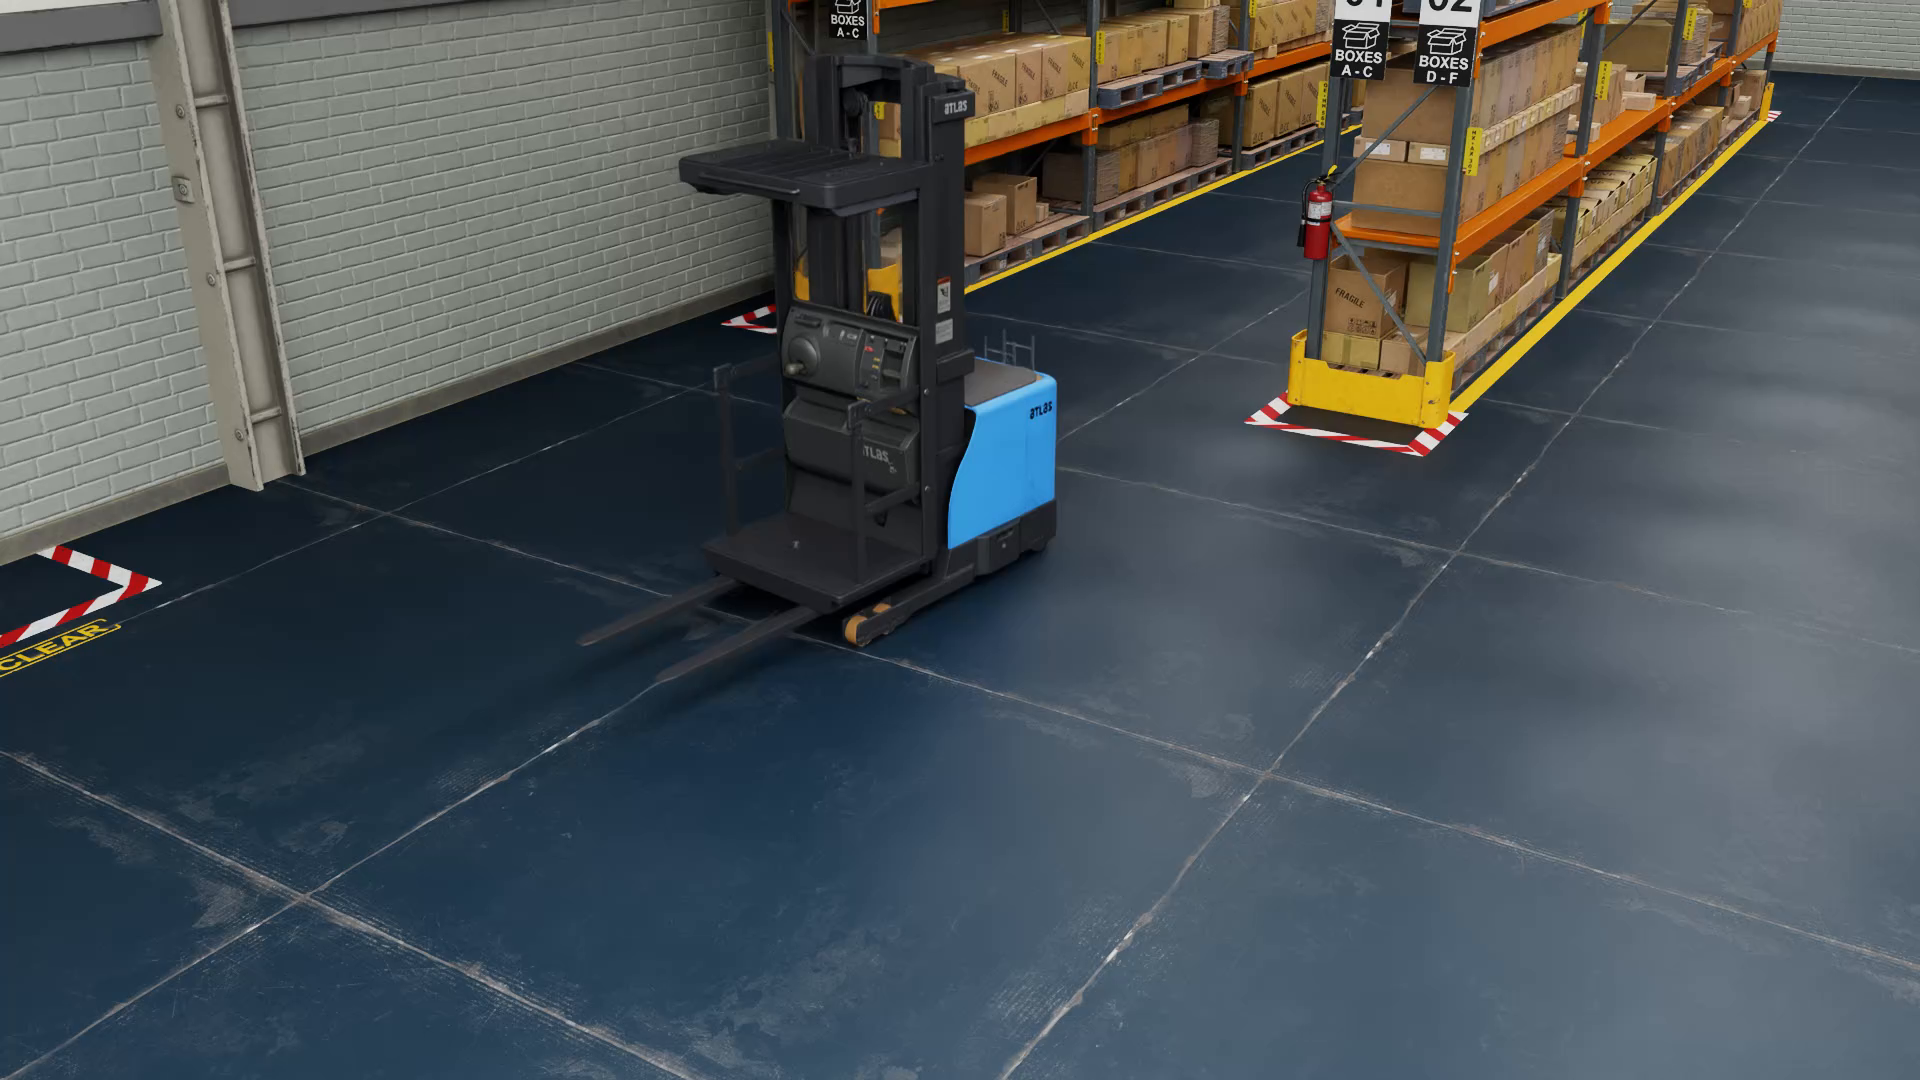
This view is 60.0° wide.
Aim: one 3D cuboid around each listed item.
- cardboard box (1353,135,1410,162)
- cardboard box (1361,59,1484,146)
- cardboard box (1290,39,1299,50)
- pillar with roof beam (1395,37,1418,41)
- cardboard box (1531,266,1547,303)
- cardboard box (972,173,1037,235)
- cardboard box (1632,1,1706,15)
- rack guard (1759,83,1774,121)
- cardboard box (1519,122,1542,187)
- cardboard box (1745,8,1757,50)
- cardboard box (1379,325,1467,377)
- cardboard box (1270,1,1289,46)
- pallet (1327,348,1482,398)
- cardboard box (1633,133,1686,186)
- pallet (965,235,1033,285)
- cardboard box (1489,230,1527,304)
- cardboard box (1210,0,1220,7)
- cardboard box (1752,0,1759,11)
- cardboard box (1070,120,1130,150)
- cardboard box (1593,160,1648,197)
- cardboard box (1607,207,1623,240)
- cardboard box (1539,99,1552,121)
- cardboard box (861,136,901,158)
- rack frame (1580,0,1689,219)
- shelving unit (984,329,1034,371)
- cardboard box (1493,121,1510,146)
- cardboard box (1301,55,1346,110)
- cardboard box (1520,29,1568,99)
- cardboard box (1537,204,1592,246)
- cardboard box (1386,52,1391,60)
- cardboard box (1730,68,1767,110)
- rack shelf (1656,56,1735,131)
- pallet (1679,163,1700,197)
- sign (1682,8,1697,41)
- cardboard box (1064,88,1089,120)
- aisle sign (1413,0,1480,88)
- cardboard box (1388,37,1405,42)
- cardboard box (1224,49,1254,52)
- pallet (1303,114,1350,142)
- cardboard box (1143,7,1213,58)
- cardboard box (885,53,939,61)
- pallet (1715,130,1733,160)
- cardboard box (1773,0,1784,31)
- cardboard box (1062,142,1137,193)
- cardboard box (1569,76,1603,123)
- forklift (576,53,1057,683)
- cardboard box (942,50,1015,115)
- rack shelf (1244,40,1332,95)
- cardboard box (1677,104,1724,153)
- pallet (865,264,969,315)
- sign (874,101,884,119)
[{"bbox_3d":[3.108,-2.879,12.183,0.380,0.149,0.250,13,27,28],"label":"cardboard box"},{"bbox_3d":[3.353,-3.181,12.063,0.700,0.500,0.500,14,27,29],"label":"cardboard box"},{"bbox_3d":[4.248,-6.580,21.965,0.380,0.149,0.250,14,27,29],"label":"cardboard box"},{"bbox_3d":[11.644,-11.747,26.059,9.100,9.000,0.400,14,27,29],"label":"pillar with roof beam"},{"bbox_3d":[4.847,-2.279,14.671,0.500,0.250,0.500,14,27,29],"label":"cardboard box"},{"bbox_3d":[0.454,-3.450,17.036,0.500,0.500,0.500,12,26,25],"label":"cardboard box"},{"bbox_3d":[8.649,-6.297,20.366,0.700,0.500,0.500,19,30,37],"label":"cardboard box"},{"bbox_3d":[11.468,-6.594,24.853,1.175,0.500,0.348,14,27,29],"label":"rack guard"},{"bbox_3d":[4.409,-3.264,13.888,0.700,0.500,0.500,14,27,30],"label":"cardboard box"},{"bbox_3d":[10.166,-6.751,21.944,0.500,0.500,0.500,14,27,30],"label":"cardboard box"},{"bbox_3d":[3.540,-1.432,12.715,0.500,0.250,0.500,14,27,29],"label":"cardboard box"},{"bbox_3d":[3.836,-6.580,21.149,0.500,0.500,0.500,15,28,31],"label":"cardboard box"},{"bbox_3d":[3.436,-1.354,13.112,1.003,0.211,1.213,14,27,29],"label":"pallet"},{"bbox_3d":[8.043,-4.393,19.215,0.500,0.500,0.500,13,27,27],"label":"cardboard box"},{"bbox_3d":[0.001,-2.827,16.513,1.003,0.211,1.213,14,27,29],"label":"pallet"},{"bbox_3d":[4.334,-2.282,13.734,0.500,0.500,0.500,14,27,29],"label":"cardboard box"},{"bbox_3d":[2.921,-6.526,20.054,0.380,0.149,0.250,10,25,22],"label":"cardboard box"},{"bbox_3d":[10.158,-7.196,21.712,0.500,0.500,0.500,13,27,27],"label":"cardboard box"},{"bbox_3d":[1.571,-4.554,18.642,0.500,0.250,0.500,13,27,28],"label":"cardboard box"},{"bbox_3d":[6.953,-3.850,17.594,0.500,0.311,0.500,13,27,28],"label":"cardboard box"},{"bbox_3d":[6.412,-3.251,16.917,0.500,0.250,0.500,14,27,30],"label":"cardboard box"},{"bbox_3d":[4.679,-3.581,13.803,0.380,0.149,0.250,14,27,29],"label":"cardboard box"},{"bbox_3d":[-0.615,-3.442,14.589,0.500,0.250,0.500,13,27,27],"label":"cardboard box"},{"bbox_3d":[7.288,-5.067,18.179,1.000,3.000,0.127,14,27,29],"label":"rack frame"},{"bbox_3d":[0.299,-0.692,10.339,0.258,1.200,0.189,18,29,36],"label":"shelving unit"},{"bbox_3d":[4.001,-3.146,12.800,0.380,0.149,0.250,13,27,27],"label":"cardboard box"},{"bbox_3d":[4.955,-6.413,23.466,0.750,0.750,0.750,14,27,30],"label":"cardboard box"},{"bbox_3d":[4.684,-4.036,14.039,0.700,0.500,0.500,14,27,29],"label":"cardboard box"},{"bbox_3d":[5.608,-2.992,15.613,0.500,0.311,0.500,14,27,29],"label":"cardboard box"},{"bbox_3d":[6.280,-7.282,25.096,0.380,0.149,0.250,13,27,27],"label":"cardboard box"},{"bbox_3d":[11.431,-6.587,24.282,0.500,0.500,0.500,14,27,29],"label":"cardboard box"},{"bbox_3d":[8.343,-5.412,19.881,1.077,0.370,4.000,14,27,29],"label":"rack shelf"},{"bbox_3d":[8.359,-4.441,20.244,1.003,0.211,1.213,14,27,29],"label":"pallet"},{"bbox_3d":[7.762,-5.483,17.683,0.100,0.325,0.005,14,27,29],"label":"sign"},{"bbox_3d":[0.976,-4.471,16.965,0.500,0.250,0.500,14,27,29],"label":"cardboard box"},{"bbox_3d":[3.294,-3.473,11.226,0.394,0.787,0.004,14,27,29],"label":"aisle sign"},{"bbox_3d":[6.909,-7.974,26.695,0.380,0.149,0.250,14,27,29],"label":"cardboard box"},{"bbox_3d":[3.448,-6.060,20.764,0.380,0.149,0.250,13,27,28],"label":"cardboard box"},{"bbox_3d":[4.845,-5.898,23.608,1.003,0.211,1.213,14,27,29],"label":"pallet"},{"bbox_3d":[2.567,-5.996,19.646,0.700,0.500,0.500,11,26,24],"label":"cardboard box"},{"bbox_3d":[-0.531,-4.235,15.477,0.500,0.500,0.500,13,27,28],"label":"cardboard box"},{"bbox_3d":[9.761,-5.369,22.386,1.003,0.211,1.213,14,27,29],"label":"pallet"},{"bbox_3d":[11.503,-7.605,23.915,0.500,0.500,0.500,15,27,31],"label":"cardboard box"},{"bbox_3d":[1.572,-4.245,18.873,0.700,0.500,0.500,13,27,28],"label":"cardboard box"},{"bbox_3d":[5.875,-4.196,16.042,0.500,0.500,0.500,16,28,33],"label":"cardboard box"},{"bbox_3d":[-0.740,-0.997,8.863,1.130,2.935,3.031,18,29,36],"label":"forklift"},{"bbox_3d":[0.174,-4.301,15.629,0.500,0.500,0.500,15,27,31],"label":"cardboard box"},{"bbox_3d":[4.133,-6.449,22.276,1.077,0.370,4.000,14,27,29],"label":"rack shelf"},{"bbox_3d":[9.381,-5.245,21.183,0.500,0.500,0.500,14,27,29],"label":"cardboard box"},{"bbox_3d":[-0.643,-2.416,15.566,1.003,0.211,1.213,14,27,29],"label":"pallet"},{"bbox_3d":[-0.681,-3.687,13.902,0.100,0.325,0.005,14,27,29],"label":"sign"}]
